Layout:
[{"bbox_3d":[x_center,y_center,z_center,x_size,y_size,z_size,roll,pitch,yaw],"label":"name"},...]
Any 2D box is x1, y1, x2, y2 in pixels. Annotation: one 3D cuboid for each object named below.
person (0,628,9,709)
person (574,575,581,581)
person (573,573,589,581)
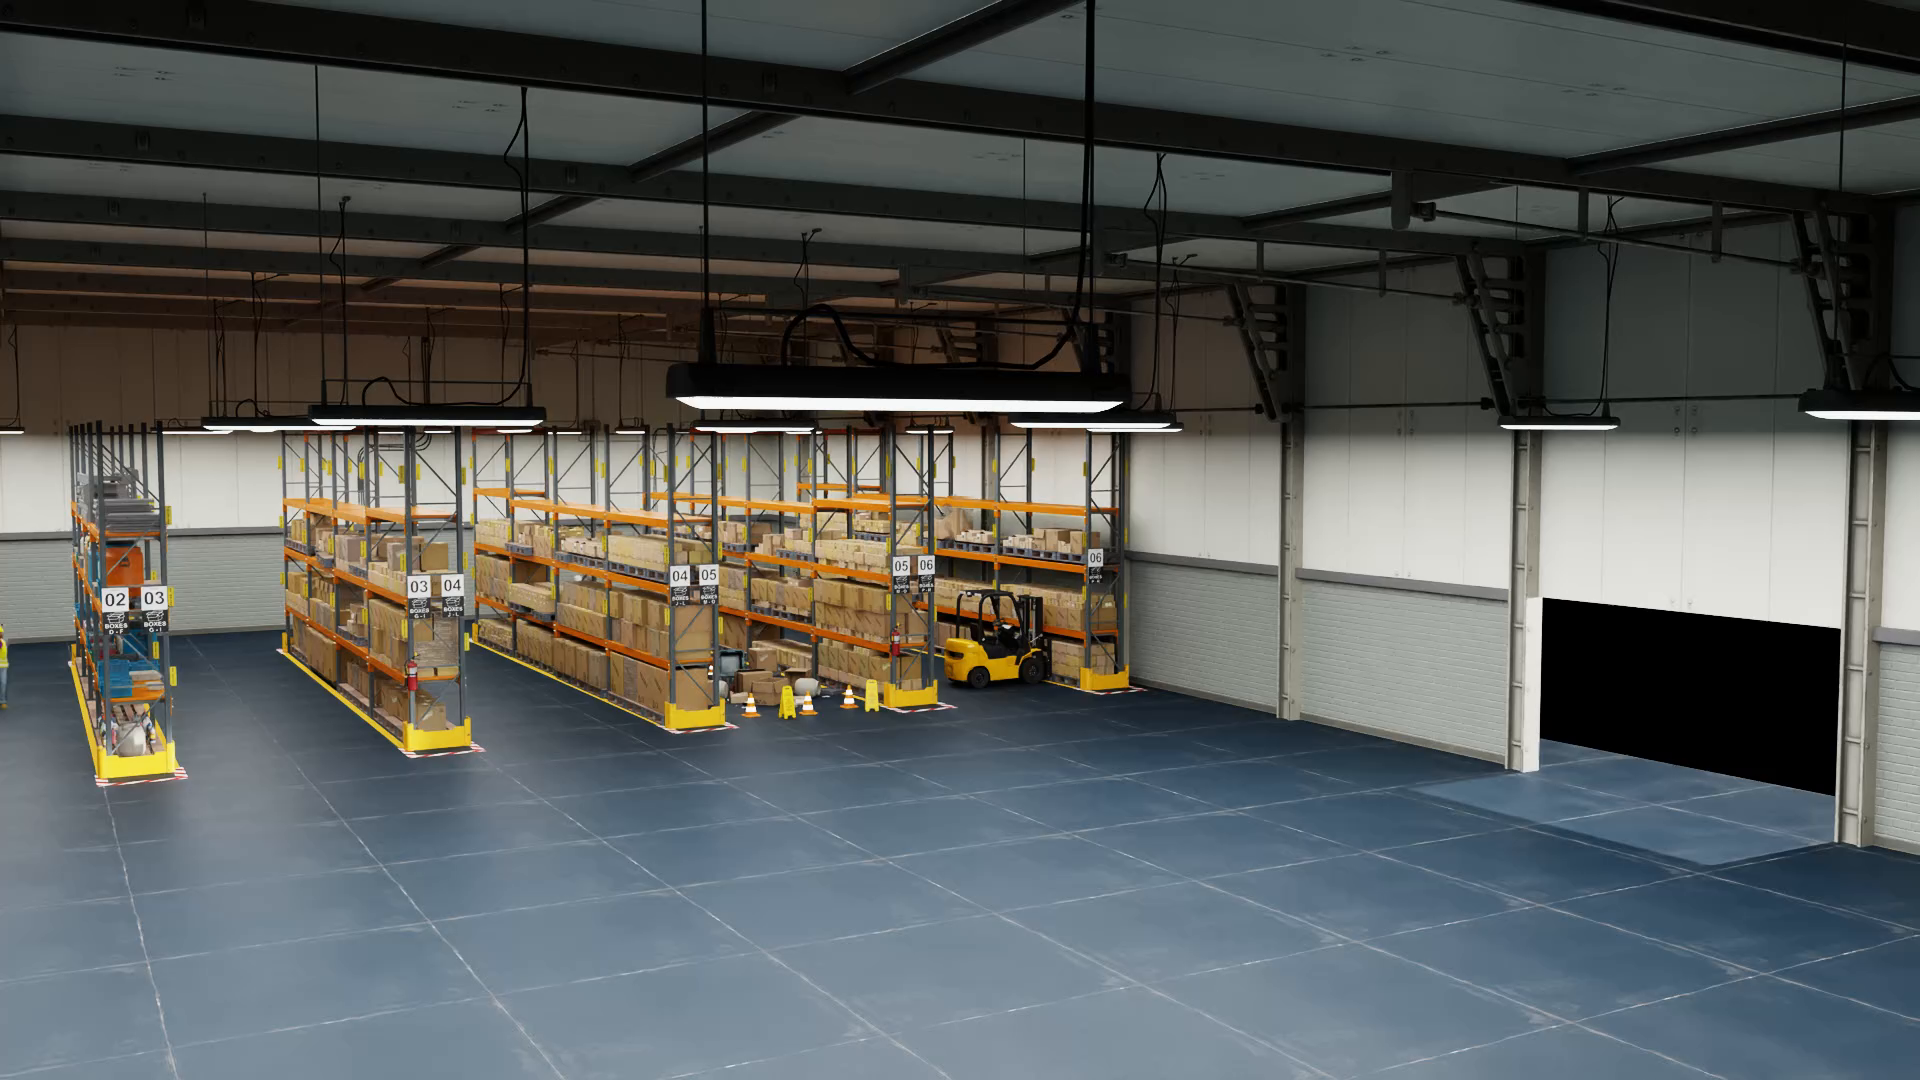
[{"bbox_3d":[-20.318,2.691,35.046,0.484,1.727,0.999,-2,4,-32],"label":"person"},{"bbox_3d":[-10.927,1.895,47.569,0.592,1.785,0.424,2,4,24],"label":"person"},{"bbox_3d":[-11.498,1.716,50.761,0.647,1.775,0.561,-1,4,-22],"label":"person"}]
